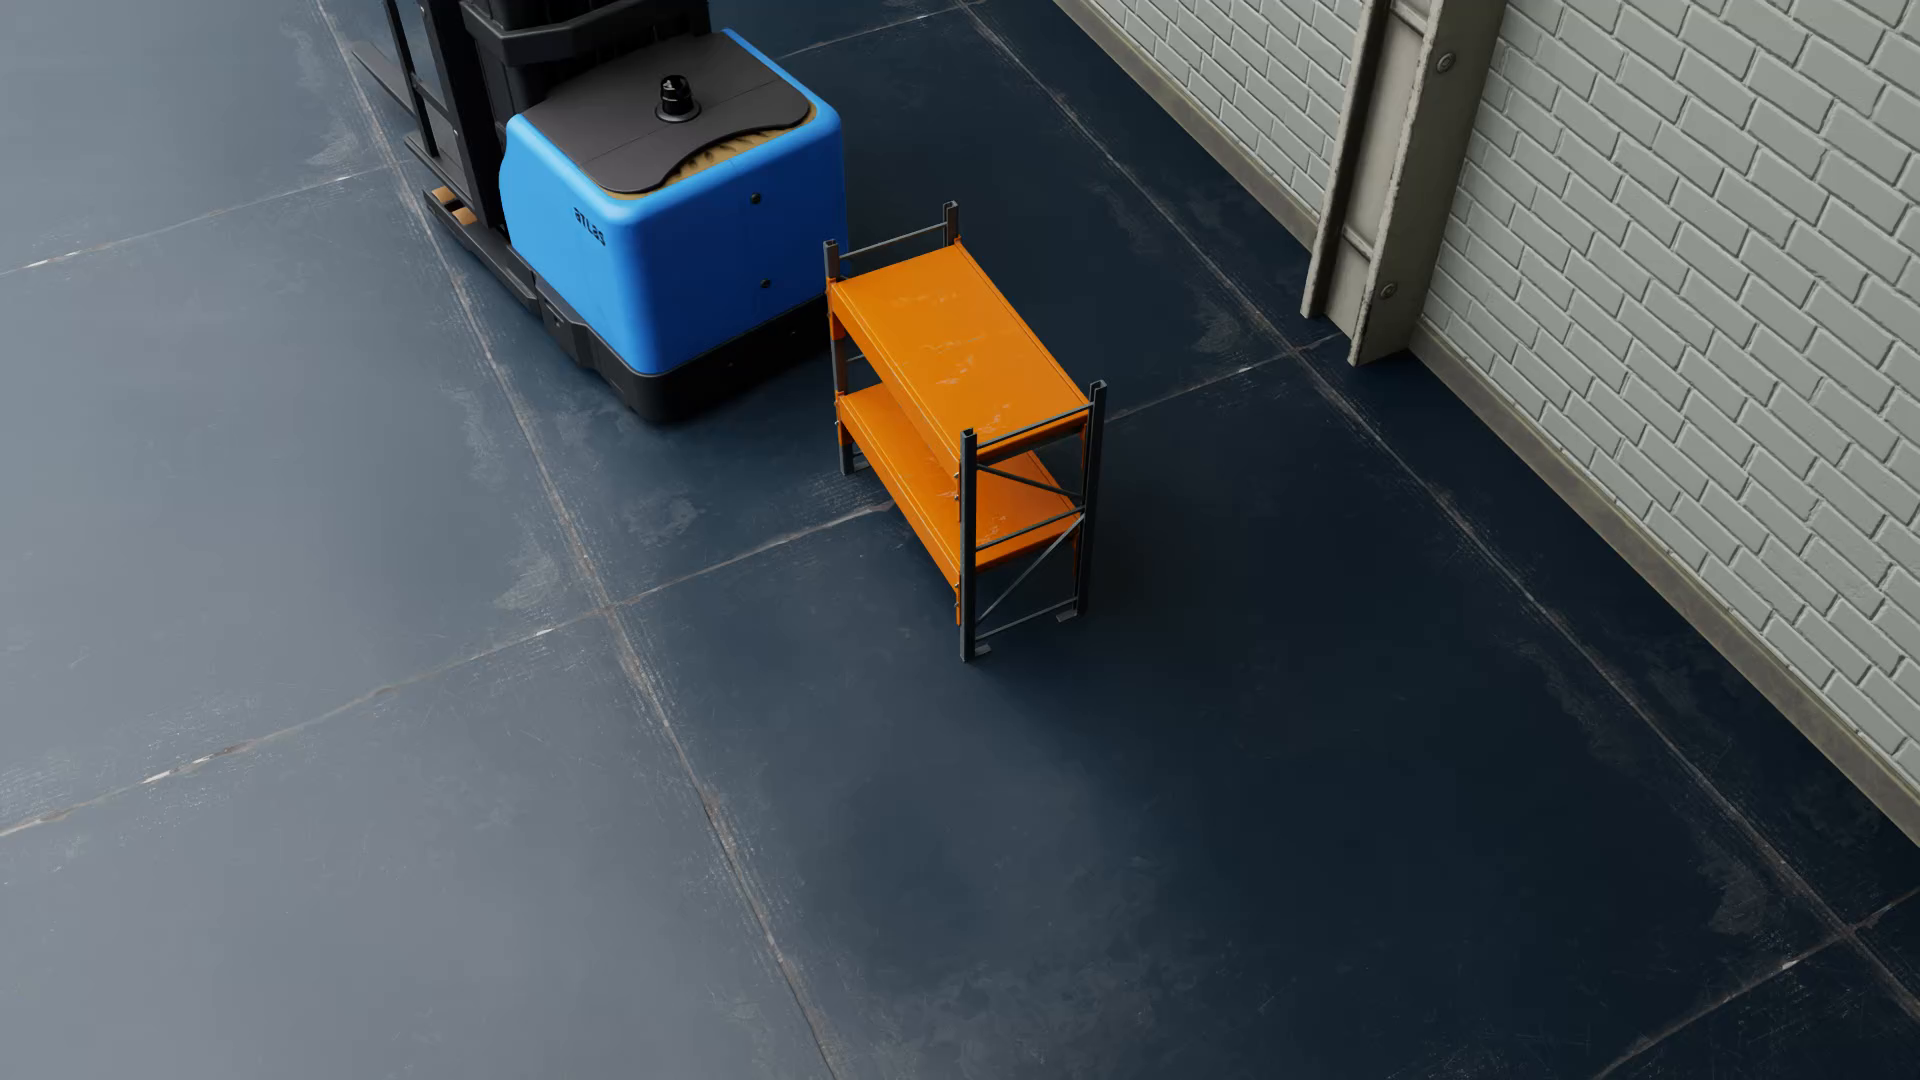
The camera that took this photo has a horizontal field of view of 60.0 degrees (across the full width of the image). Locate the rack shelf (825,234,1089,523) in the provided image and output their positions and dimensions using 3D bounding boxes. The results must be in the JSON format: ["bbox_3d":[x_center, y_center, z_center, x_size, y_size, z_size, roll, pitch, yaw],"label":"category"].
[{"bbox_3d":[-0.003,-0.568,5.610,0.538,0.278,1.000,-21,52,-18],"label":"rack shelf"}]

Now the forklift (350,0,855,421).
[{"bbox_3d":[-1.746,-2.488,6.479,1.130,2.935,3.031,-31,56,-24],"label":"forklift"}]

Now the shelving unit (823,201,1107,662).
[{"bbox_3d":[-0.003,-0.375,5.831,0.538,1.125,1.048,-21,52,-18],"label":"shelving unit"}]

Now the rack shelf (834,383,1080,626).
[{"bbox_3d":[-0.003,-0.214,6.015,0.538,0.278,1.000,-21,52,-18],"label":"rack shelf"}]

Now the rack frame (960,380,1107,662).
[{"bbox_3d":[0.230,-0.035,5.533,0.500,1.125,0.032,-21,52,-18],"label":"rack frame"}]

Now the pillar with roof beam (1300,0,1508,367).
[{"bbox_3d":[-2.151,-2.378,2.352,9.100,9.000,0.400,-21,52,-18],"label":"pillar with roof beam"}]

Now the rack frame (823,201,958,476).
[{"bbox_3d":[-0.236,-0.715,6.128,0.500,1.125,0.032,-21,52,-18],"label":"rack frame"}]
